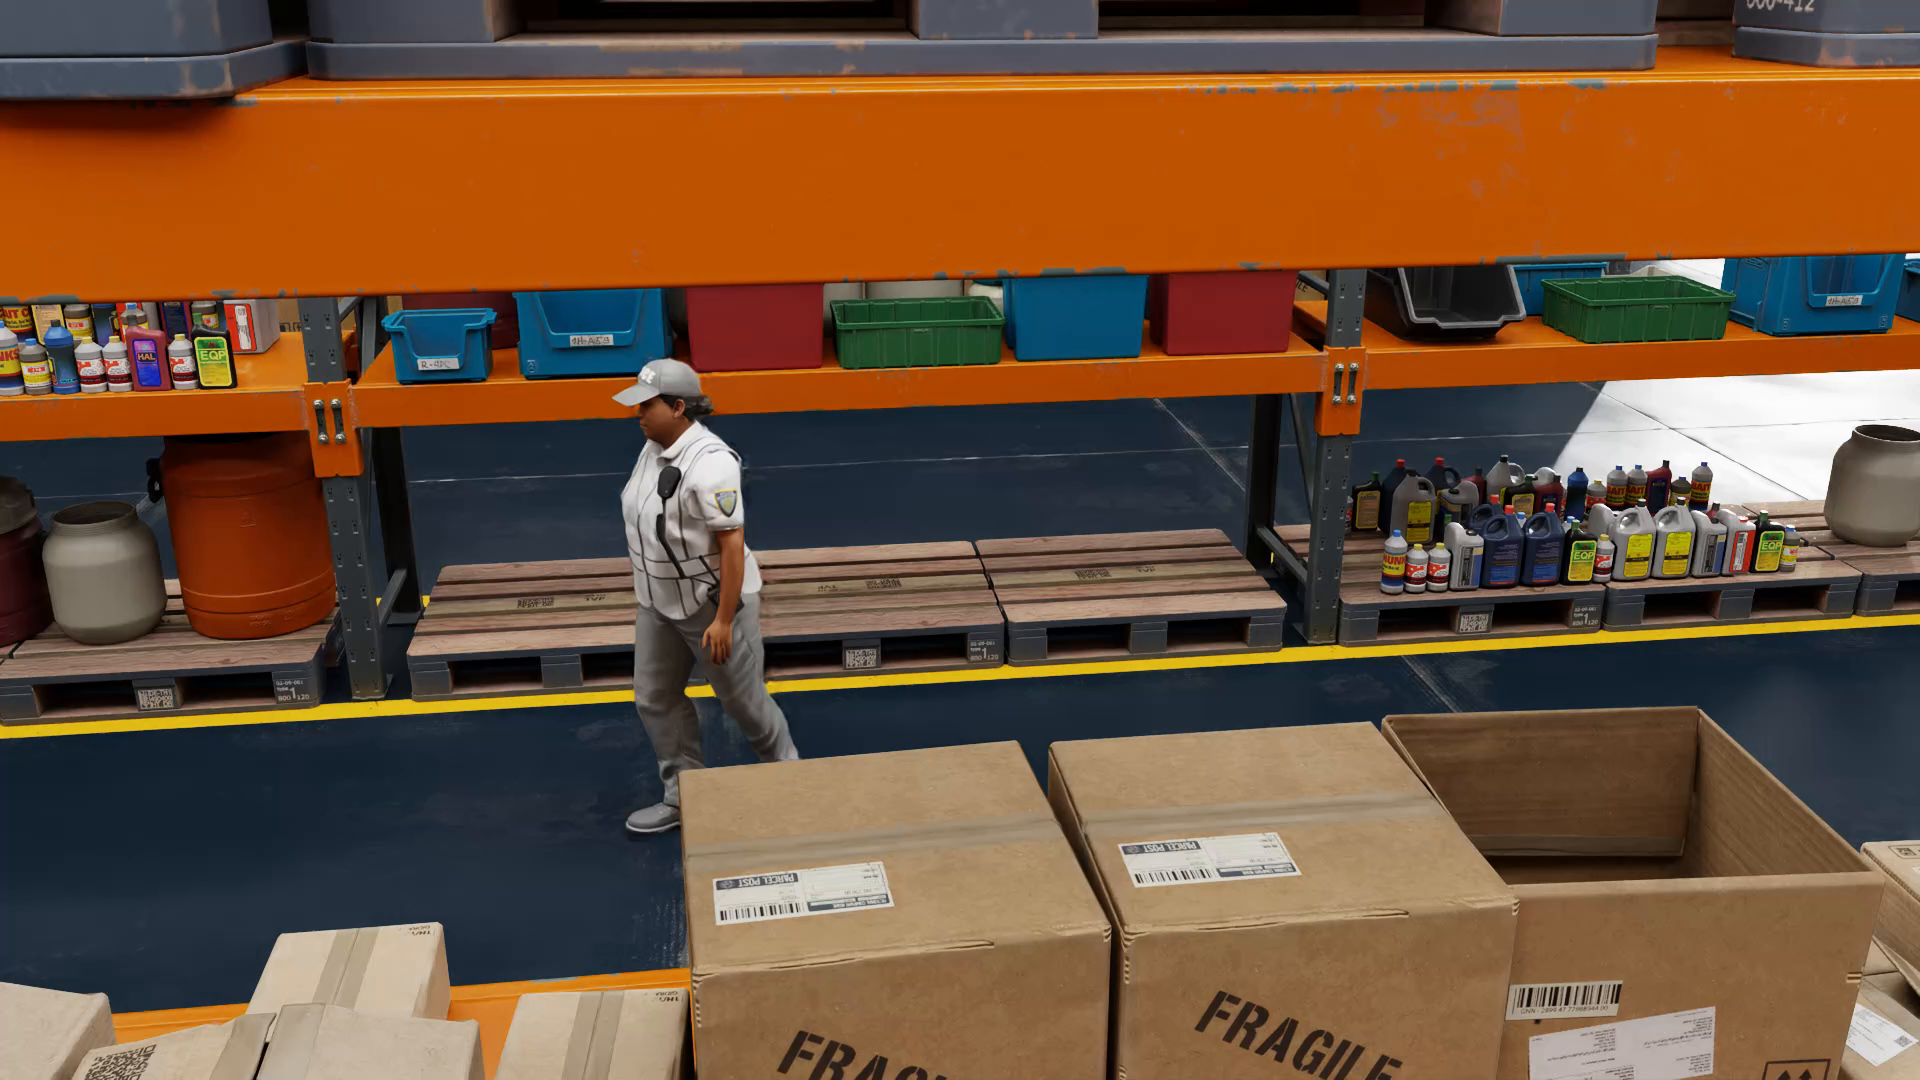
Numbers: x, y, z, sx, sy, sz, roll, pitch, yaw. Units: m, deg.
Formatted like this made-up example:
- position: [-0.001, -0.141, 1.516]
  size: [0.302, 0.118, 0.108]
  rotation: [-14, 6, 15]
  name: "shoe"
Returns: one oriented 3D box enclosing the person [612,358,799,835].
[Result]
- position: [-0.838, 0.195, 5.552]
  size: [0.601, 1.653, 0.560]
  rotation: [-18, 27, -40]
  name: "person"
